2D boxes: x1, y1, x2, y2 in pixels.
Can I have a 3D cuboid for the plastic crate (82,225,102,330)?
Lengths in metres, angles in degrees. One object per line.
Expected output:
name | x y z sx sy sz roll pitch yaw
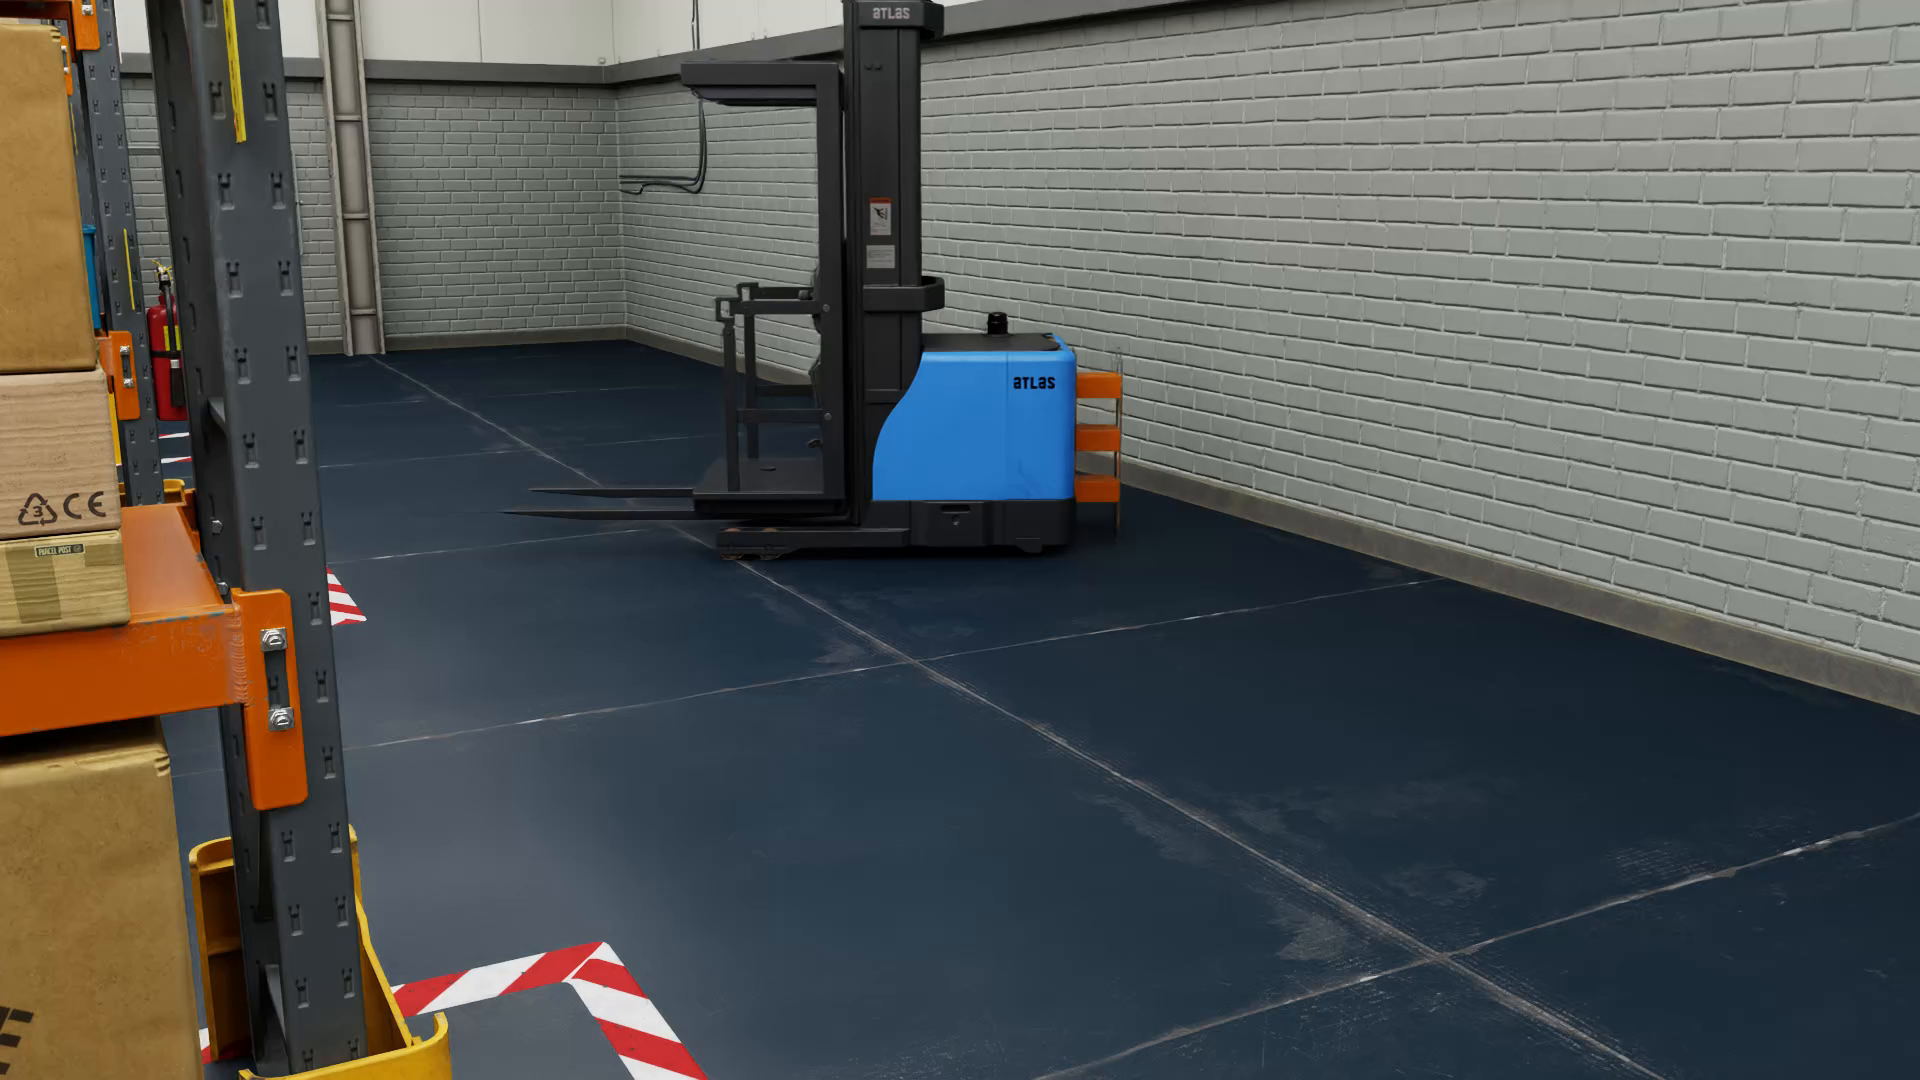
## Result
plastic crate | -3.918 -1.118 7.029 0.499 0.435 0.616 -7 14 -28

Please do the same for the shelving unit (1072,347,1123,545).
shelving unit | 0.732 -0.507 8.971 0.252 1.050 0.215 0 13 -1

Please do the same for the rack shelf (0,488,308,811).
rack shelf | -3.096 0.373 2.259 4.000 0.370 1.077 -7 14 -28

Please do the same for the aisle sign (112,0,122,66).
aisle sign | -3.510 -2.362 6.854 0.004 0.787 0.394 -7 14 -28

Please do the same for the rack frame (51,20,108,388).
rack frame | -6.084 -2.098 11.600 0.127 3.000 1.000 -7 14 -28

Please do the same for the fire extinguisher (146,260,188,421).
fire extinguisher | -3.363 -0.852 7.087 0.183 0.674 0.296 -7 14 -28

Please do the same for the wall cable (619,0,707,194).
wall cable | -3.325 -4.990 17.860 0.112 2.526 3.097 -7 14 -28

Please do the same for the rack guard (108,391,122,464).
rack guard | -6.150 -0.871 11.839 0.348 0.500 1.175 -7 14 -28

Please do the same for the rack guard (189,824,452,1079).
rack guard | -1.319 1.028 3.401 0.348 0.500 1.175 -7 14 -28

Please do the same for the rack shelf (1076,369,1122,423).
rack shelf | 0.732 -0.774 8.911 0.240 0.259 0.215 0 13 -1

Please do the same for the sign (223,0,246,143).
sign | -1.093 -0.763 2.491 0.005 0.325 0.100 -7 14 -28

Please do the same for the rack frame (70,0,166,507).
rack frame | -3.714 -1.143 7.356 0.127 3.000 1.000 -7 14 -28

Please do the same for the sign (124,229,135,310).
sign | -3.436 -1.118 6.875 0.005 0.325 0.100 -7 14 -28

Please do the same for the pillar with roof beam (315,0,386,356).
pillar with roof beam | -4.442 -5.600 13.498 0.400 9.000 9.100 -7 14 -28

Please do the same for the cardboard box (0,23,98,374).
cardboard box | -1.642 -0.524 2.564 0.500 0.500 0.500 -7 14 -27

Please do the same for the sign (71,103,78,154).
sign | -5.835 -2.708 10.953 0.005 0.325 0.100 -7 14 -28

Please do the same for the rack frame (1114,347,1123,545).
rack frame | 0.854 -0.508 8.974 0.008 1.050 0.200 0 13 -1

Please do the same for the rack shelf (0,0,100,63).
rack shelf | -5.469 -2.045 6.171 4.000 0.370 1.077 -7 14 -28

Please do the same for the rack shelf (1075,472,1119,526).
rack shelf | 0.732 -0.226 9.035 0.240 0.259 0.215 0 13 -1

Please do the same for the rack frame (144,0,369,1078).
rack frame | -1.340 -0.189 3.115 0.127 3.000 1.000 -7 14 -28

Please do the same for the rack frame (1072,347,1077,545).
rack frame | 0.610 -0.507 8.969 0.008 1.050 0.200 0 13 -1

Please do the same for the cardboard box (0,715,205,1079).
cardboard box | -1.864 0.726 2.935 0.875 0.875 0.875 -7 14 -28

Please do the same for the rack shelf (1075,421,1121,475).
rack shelf | 0.732 -0.497 8.974 0.240 0.259 0.215 0 13 -1

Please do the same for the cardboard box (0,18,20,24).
cardboard box | -6.408 -3.383 10.821 0.500 0.250 0.500 -7 14 -28

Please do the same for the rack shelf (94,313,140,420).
rack shelf | -5.469 -0.582 6.500 4.000 0.370 1.077 -7 14 -28

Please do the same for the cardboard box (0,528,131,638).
cardboard box | -1.495 0.035 2.694 0.250 0.149 0.380 -7 14 -27

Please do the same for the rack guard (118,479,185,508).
rack guard | -3.699 0.071 7.653 0.348 0.500 1.175 -7 14 -28

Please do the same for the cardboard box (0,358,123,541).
cardboard box | -1.639 -0.158 2.645 0.500 0.250 0.500 -7 15 -29

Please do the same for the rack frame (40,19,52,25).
rack frame | -8.460 -5.979 15.181 0.127 3.000 1.000 -7 14 -28

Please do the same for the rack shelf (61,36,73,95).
rack shelf | -7.839 -3.000 10.415 4.000 0.370 1.077 -7 14 -28

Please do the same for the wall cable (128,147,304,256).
wall cable | -7.790 -3.865 17.137 1.851 1.984 0.084 -7 14 -28

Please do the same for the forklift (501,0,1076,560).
forklift | -0.914 -1.442 8.839 3.031 2.935 1.130 0 13 -1

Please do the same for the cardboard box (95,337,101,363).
cardboard box | -1.891 -0.262 3.106 0.500 0.250 0.500 -7 15 -29
